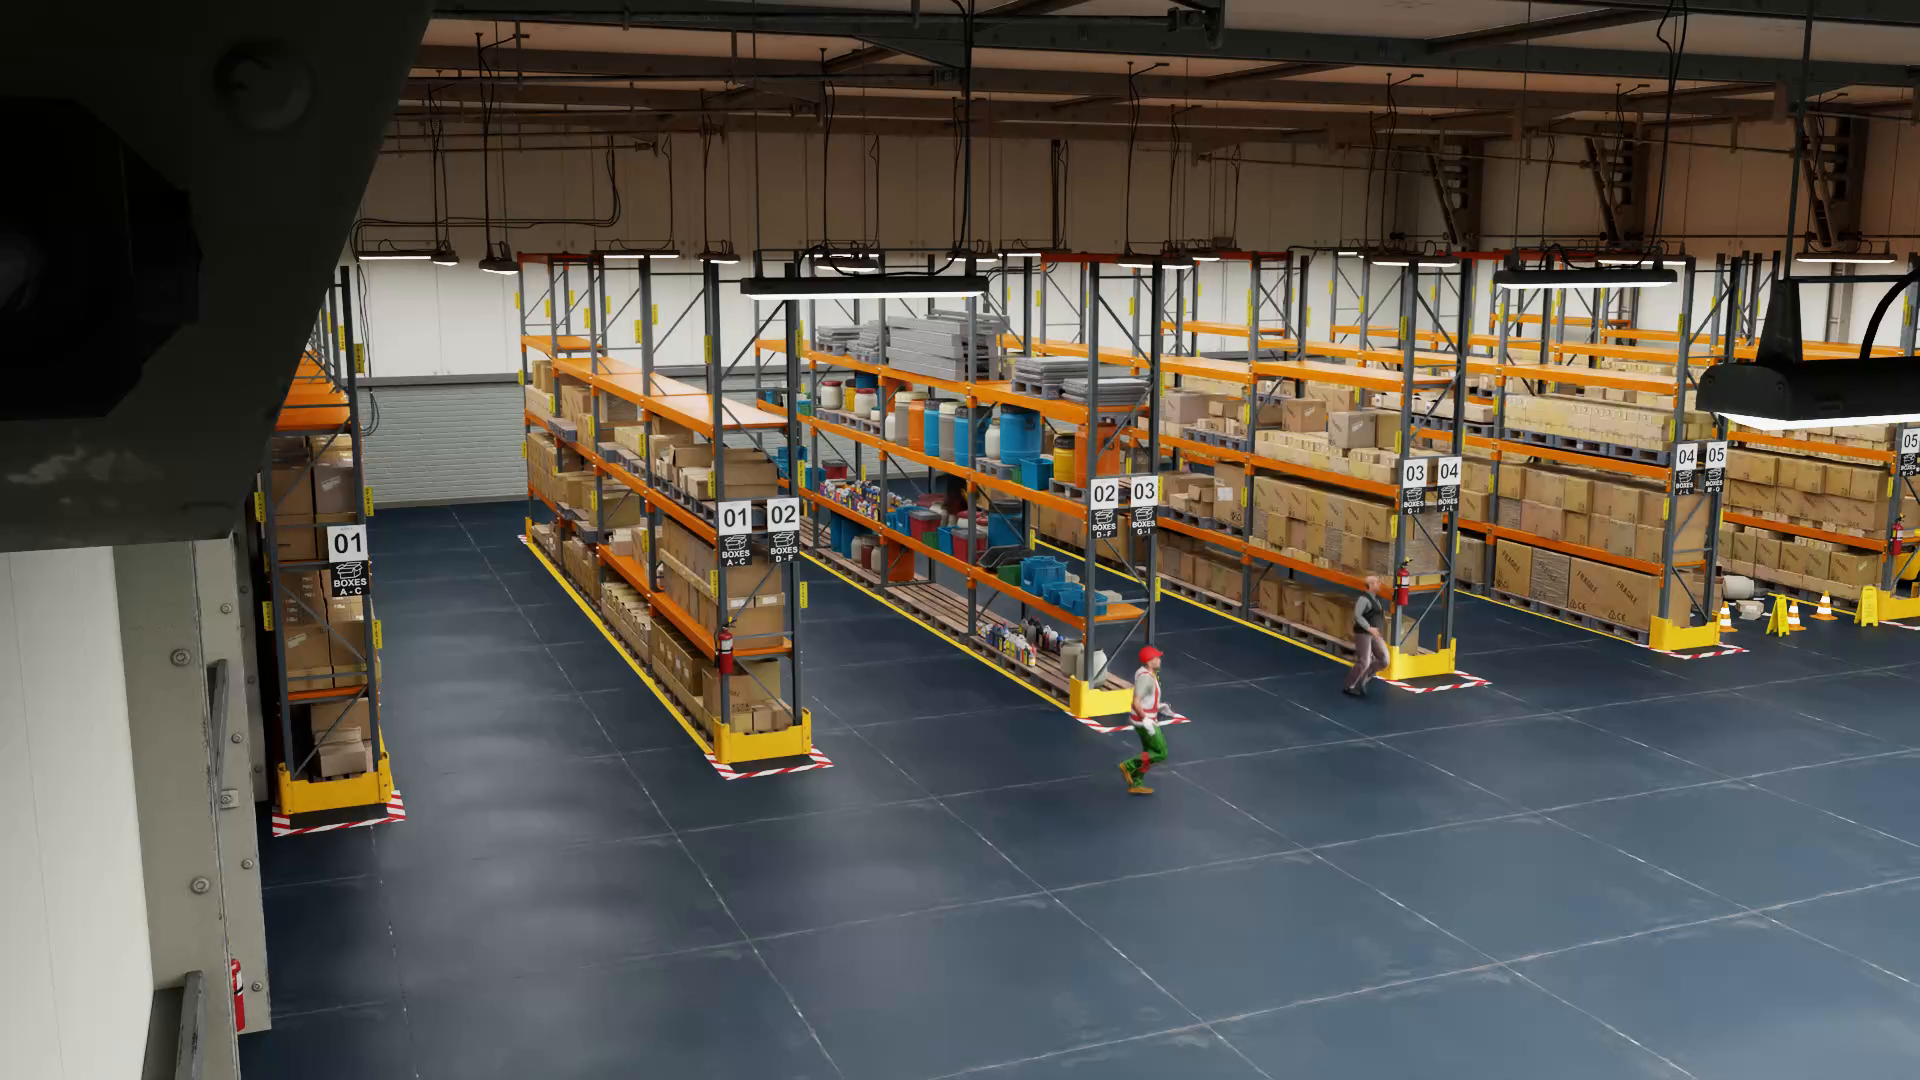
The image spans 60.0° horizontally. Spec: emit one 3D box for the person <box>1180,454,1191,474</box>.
[{"bbox_3d":[4.913,-1.104,36.729,0.538,1.592,0.775,-4,11,-23],"label":"person"}]

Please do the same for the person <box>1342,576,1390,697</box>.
[{"bbox_3d":[5.718,1.326,23.131,0.577,1.664,0.715,9,14,41],"label":"person"}]

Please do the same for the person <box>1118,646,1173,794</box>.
[{"bbox_3d":[2.130,2.063,18.983,0.632,1.733,0.662,0,10,3],"label":"person"}]
